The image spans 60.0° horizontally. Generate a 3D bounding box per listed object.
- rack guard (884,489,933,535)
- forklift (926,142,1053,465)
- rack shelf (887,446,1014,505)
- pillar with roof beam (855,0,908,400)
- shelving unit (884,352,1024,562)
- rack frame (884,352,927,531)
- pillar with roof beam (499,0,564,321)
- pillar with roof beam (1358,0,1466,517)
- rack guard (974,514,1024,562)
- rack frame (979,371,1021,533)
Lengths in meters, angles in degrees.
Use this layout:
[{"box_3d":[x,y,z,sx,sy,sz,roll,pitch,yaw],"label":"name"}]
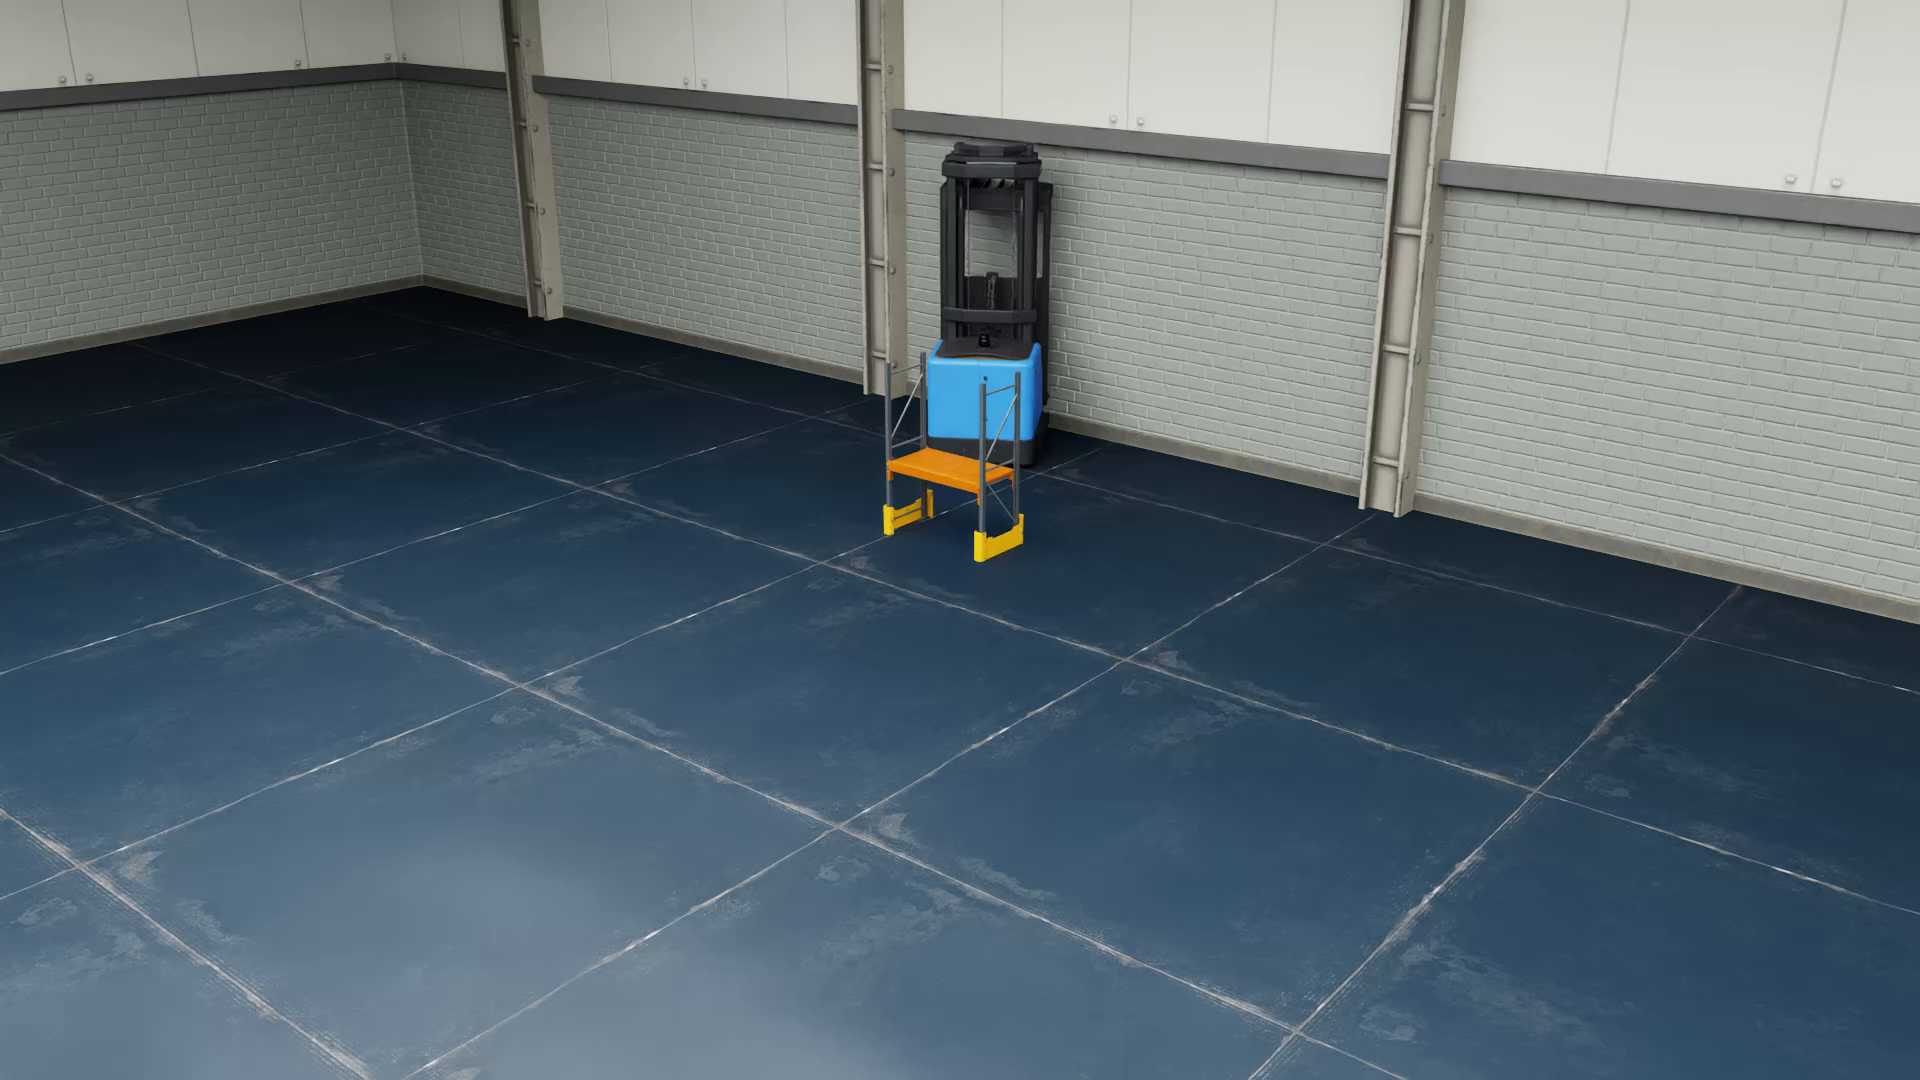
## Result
[{"box_3d":[-0.445,-0.245,14.466,0.087,0.250,0.587,16,26,36],"label":"rack guard"},{"box_3d":[0.379,-2.568,16.828,1.130,2.935,3.031,3,21,7],"label":"forklift"},{"box_3d":[-0.066,-0.552,14.020,1.000,0.185,0.538,16,26,36],"label":"rack shelf"},{"box_3d":[-3.546,-4.657,13.765,0.400,9.000,9.100,16,26,36],"label":"pillar with roof beam"},{"box_3d":[-0.059,-0.719,13.951,1.083,1.500,0.587,16,26,36],"label":"shelving unit"},{"box_3d":[-0.460,-0.834,14.257,0.032,1.500,0.500,16,26,36],"label":"rack frame"},{"box_3d":[-8.195,-5.995,17.315,0.400,9.000,9.100,16,26,36],"label":"pillar with roof beam"},{"box_3d":[1.102,-3.318,10.216,0.400,9.000,9.100,16,26,36],"label":"pillar with roof beam"},{"box_3d":[0.327,-0.023,13.877,0.087,0.250,0.587,16,26,36],"label":"rack guard"},{"box_3d":[0.328,-0.607,13.655,0.032,1.500,0.500,16,26,36],"label":"rack frame"}]
